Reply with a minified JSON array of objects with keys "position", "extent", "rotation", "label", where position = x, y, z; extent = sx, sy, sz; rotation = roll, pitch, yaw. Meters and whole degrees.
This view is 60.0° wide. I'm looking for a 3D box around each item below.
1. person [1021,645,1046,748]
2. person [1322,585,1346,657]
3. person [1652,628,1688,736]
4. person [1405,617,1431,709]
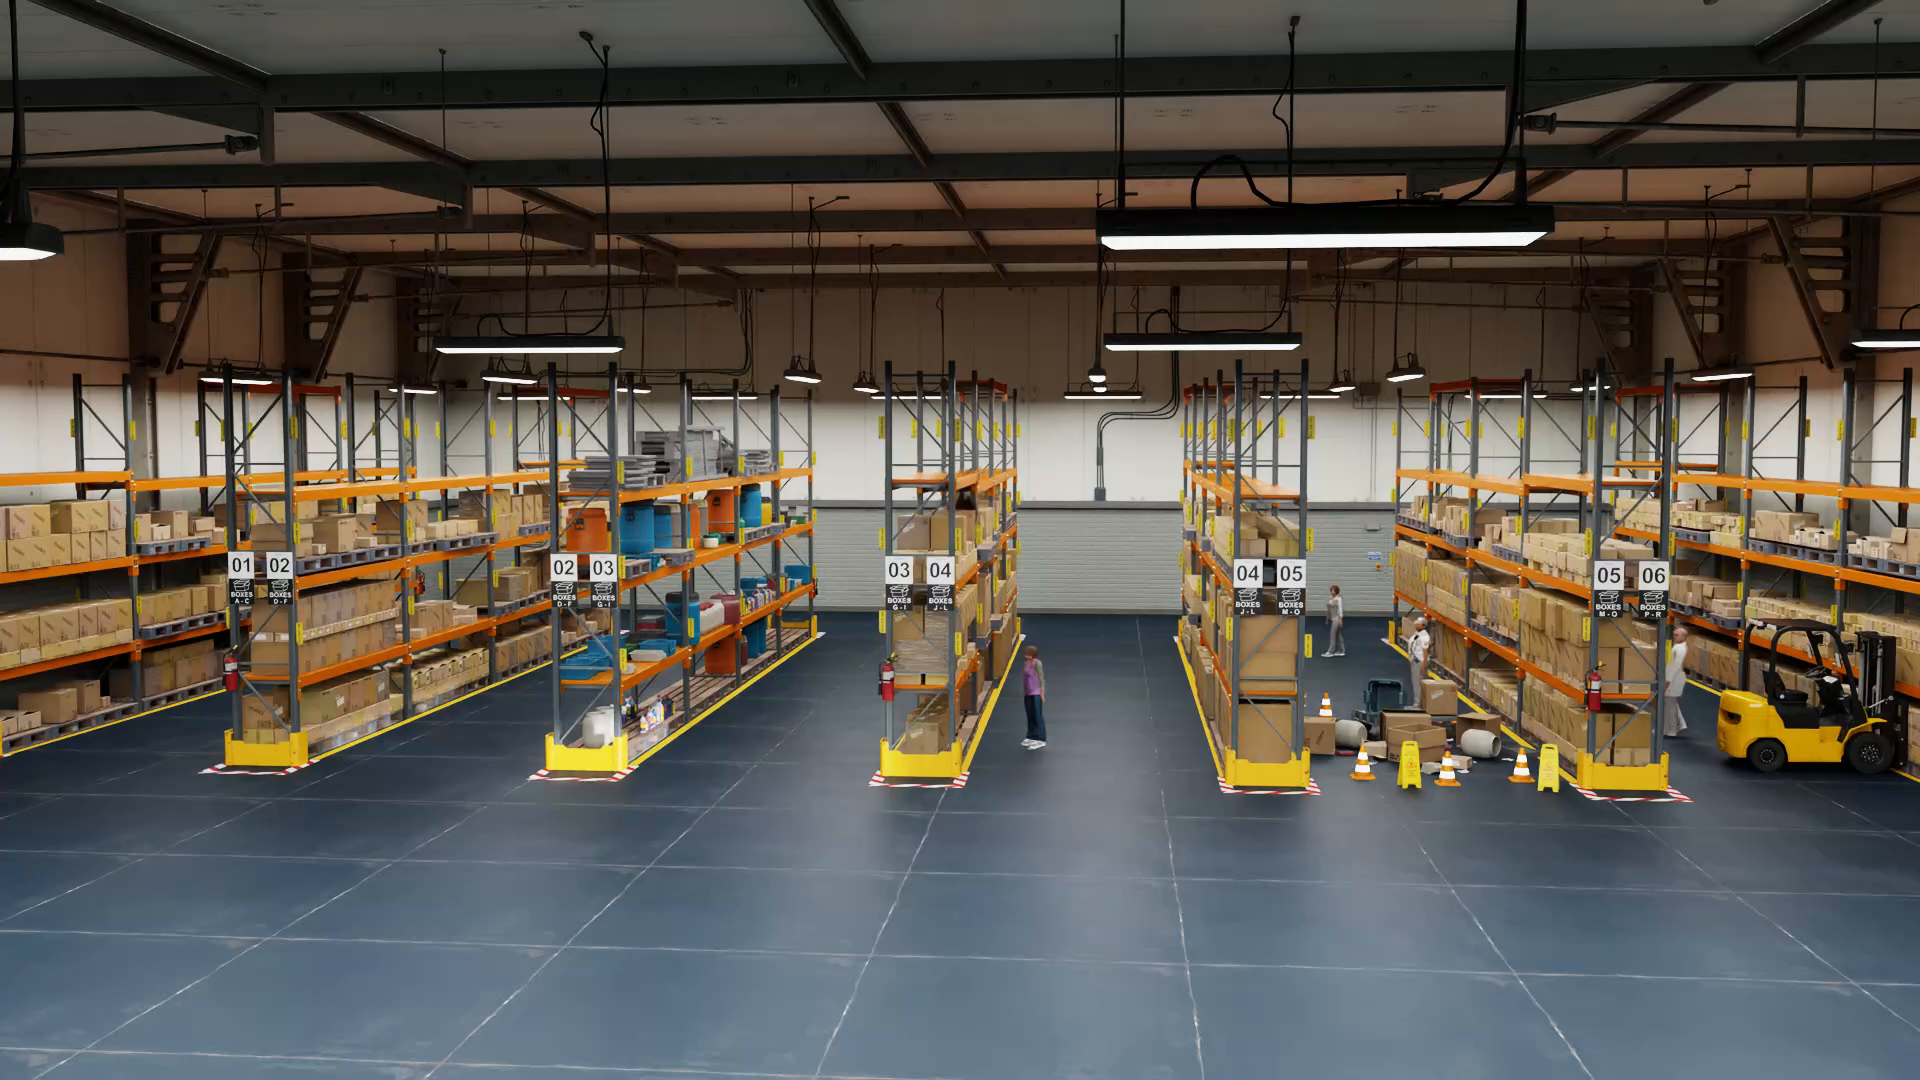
[{"position":[1.157,2.470,26.336],"extent":[0.371,1.599,0.517],"rotation":[-2,4,-33],"label":"person"},{"position":[8.270,1.788,36.873],"extent":[0.578,1.583,0.454],"rotation":[0,4,-1],"label":"person"},{"position":[11.648,2.328,27.210],"extent":[0.534,1.789,0.622],"rotation":[3,5,43],"label":"person"},{"position":[8.258,2.218,29.866],"extent":[0.428,1.666,0.513],"rotation":[2,4,22],"label":"person"}]
